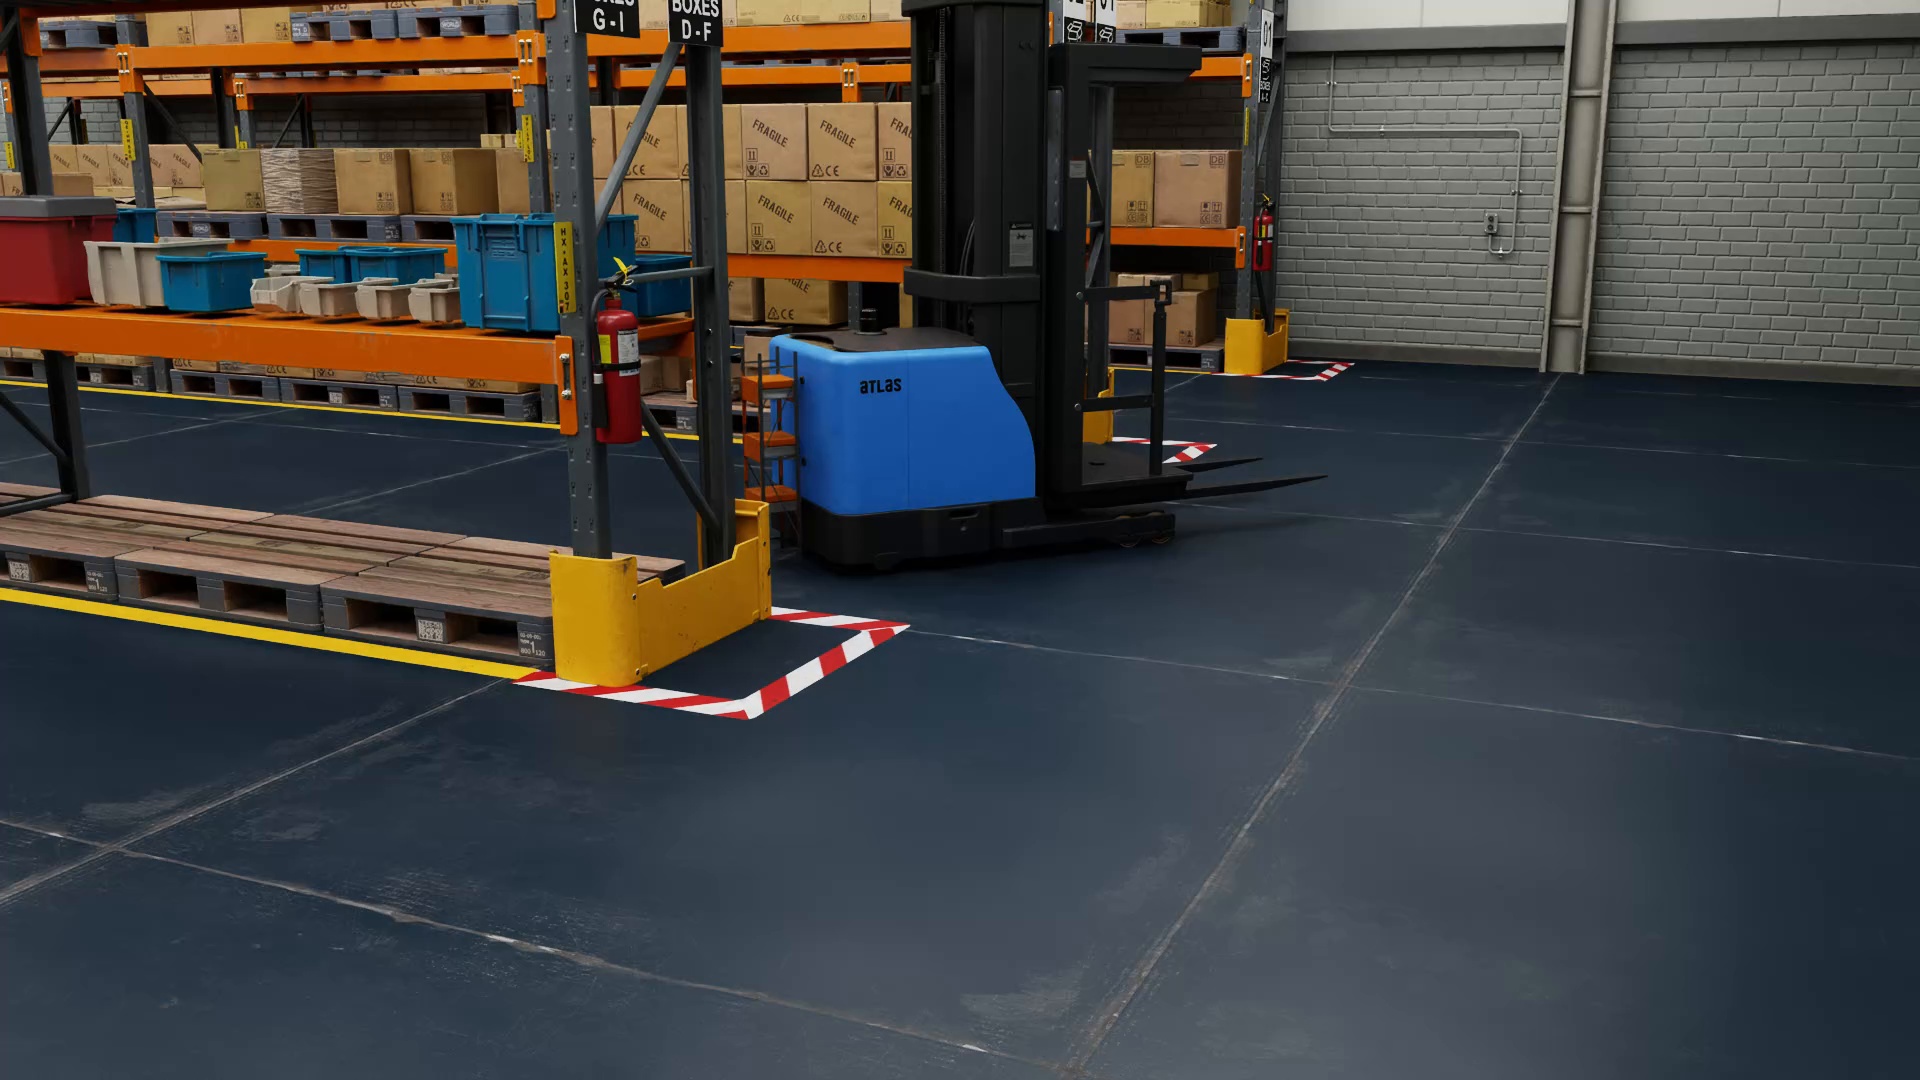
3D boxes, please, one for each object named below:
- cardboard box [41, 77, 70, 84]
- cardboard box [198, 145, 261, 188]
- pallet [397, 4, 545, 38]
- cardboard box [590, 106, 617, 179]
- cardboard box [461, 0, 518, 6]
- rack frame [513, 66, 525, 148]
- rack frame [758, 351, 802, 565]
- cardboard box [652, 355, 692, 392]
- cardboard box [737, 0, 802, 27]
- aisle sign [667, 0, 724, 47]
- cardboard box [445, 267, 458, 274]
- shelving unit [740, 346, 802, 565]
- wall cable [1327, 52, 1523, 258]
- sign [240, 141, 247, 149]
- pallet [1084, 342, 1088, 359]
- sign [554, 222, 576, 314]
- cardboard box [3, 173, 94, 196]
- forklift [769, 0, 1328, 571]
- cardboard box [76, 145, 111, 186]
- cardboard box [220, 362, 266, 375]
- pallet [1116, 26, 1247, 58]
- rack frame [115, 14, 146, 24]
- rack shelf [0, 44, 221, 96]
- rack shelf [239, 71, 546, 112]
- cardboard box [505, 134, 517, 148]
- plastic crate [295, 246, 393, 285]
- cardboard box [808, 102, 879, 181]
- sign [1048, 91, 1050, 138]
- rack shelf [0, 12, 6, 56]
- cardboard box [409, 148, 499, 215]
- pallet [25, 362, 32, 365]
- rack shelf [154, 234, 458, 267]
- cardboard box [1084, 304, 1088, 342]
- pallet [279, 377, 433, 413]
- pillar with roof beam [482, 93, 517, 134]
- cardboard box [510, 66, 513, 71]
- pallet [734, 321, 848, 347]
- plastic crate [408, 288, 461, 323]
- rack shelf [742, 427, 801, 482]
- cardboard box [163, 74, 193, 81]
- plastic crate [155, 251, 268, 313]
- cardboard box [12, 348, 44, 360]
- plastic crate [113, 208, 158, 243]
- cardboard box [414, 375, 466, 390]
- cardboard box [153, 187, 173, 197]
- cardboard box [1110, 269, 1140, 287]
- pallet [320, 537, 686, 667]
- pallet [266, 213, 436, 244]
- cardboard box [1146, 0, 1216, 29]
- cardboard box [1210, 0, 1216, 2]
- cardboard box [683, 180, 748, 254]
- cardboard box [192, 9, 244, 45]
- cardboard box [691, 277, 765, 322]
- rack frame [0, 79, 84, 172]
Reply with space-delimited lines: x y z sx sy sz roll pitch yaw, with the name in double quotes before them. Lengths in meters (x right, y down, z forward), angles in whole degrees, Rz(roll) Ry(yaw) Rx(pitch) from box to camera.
"cardboard box" -11.166 -5.957 20.749 0.500 0.500 0.500 7 15 27
"cardboard box" -8.748 -4.490 19.966 0.500 0.500 0.500 6 14 23
"pallet" -3.447 -3.877 12.559 1.003 0.211 1.213 6 14 23
"cardboard box" -2.562 -2.867 11.998 0.500 0.500 0.500 6 15 25
"cardboard box" -3.310 -4.258 12.411 0.600 0.600 0.600 4 14 18
"rack frame" -4.533 -3.839 18.548 0.127 3.000 1.000 6 14 23
"rack frame" -0.879 -0.393 8.132 0.200 1.050 0.008 -7 15 -26
"cardboard box" -2.243 -1.437 12.823 0.500 0.500 0.500 6 14 23
"cardboard box" -1.164 -3.585 11.229 0.500 0.250 0.500 6 14 23
"aisle sign" -1.045 -2.350 6.514 0.004 0.787 0.394 6 14 23
"cardboard box" -5.636 -2.964 19.328 0.500 0.500 0.700 6 14 23
"shelving unit" -0.934 -0.418 8.238 0.215 1.050 0.252 -7 15 -26
"wall cable" 4.335 -3.672 15.615 1.851 1.984 0.084 6 14 23
"sign" -8.403 -4.516 19.541 0.005 0.325 0.100 6 14 23
"pallet" 0.907 -1.912 16.440 1.213 0.211 1.003 6 14 23
"sign" -1.439 -0.992 6.061 0.005 0.325 0.100 6 14 23
"cardboard box" -8.077 -3.004 14.773 0.500 0.500 0.500 5 14 20
"forklift" 0.559 -1.489 8.685 3.031 2.935 1.130 -6 15 -25
"cardboard box" -10.615 -4.677 20.763 0.500 0.500 0.500 5 14 21
"cardboard box" -5.755 -1.652 13.737 0.500 0.500 0.500 5 14 21
"pallet" 2.099 -4.582 15.344 1.213 0.211 1.003 6 14 23
"rack frame" -6.536 -5.724 13.452 0.127 3.000 1.000 6 14 23
"rack shelf" -8.365 -4.099 14.666 4.000 0.370 1.077 6 14 23
"rack shelf" -6.362 -5.134 19.076 4.000 0.370 1.077 6 14 23
"cardboard box" -4.861 -4.443 18.522 0.250 0.149 0.380 4 14 16
"plastic crate" -2.802 -1.218 7.615 0.300 0.233 0.416 6 14 23
"cardboard box" -0.678 -2.676 11.187 0.500 0.500 0.500 6 15 25
"sign" 0.535 -2.667 10.328 0.005 0.325 0.100 6 14 23
"rack shelf" -6.717 -2.695 8.681 4.000 0.370 1.077 6 14 23
"cardboard box" -3.876 -2.828 13.101 0.500 0.500 0.700 8 16 32
"pallet" -9.504 -1.756 15.778 1.213 0.211 1.003 6 14 23
"rack shelf" -4.707 -2.268 13.431 4.000 0.370 1.077 6 14 23
"cardboard box" 1.183 -2.223 16.213 0.500 0.500 0.700 5 14 21
"pallet" -4.757 -1.256 13.646 1.213 0.211 1.003 6 14 23
"pillar with roof beam" -7.115 -6.161 15.314 0.400 9.000 9.100 6 14 23
"cardboard box" -5.098 -5.472 18.681 0.500 0.500 0.500 6 14 23
"pallet" -1.612 -2.167 17.527 1.213 0.211 1.003 6 14 23
"plastic crate" -2.050 -0.968 6.759 0.243 0.136 0.396 6 14 23
"rack shelf" -0.934 -0.408 8.240 0.215 0.259 0.240 -7 15 -26
"cardboard box" -9.209 -5.772 19.959 0.500 0.500 0.500 5 14 18
"plastic crate" -3.213 -1.113 7.169 0.300 0.233 0.416 6 14 23
"cardboard box" -8.047 -1.761 14.795 0.500 0.250 0.500 6 15 25
"plastic crate" -4.324 -1.449 8.267 0.575 0.384 0.392 6 14 23
"cardboard box" -3.895 -1.464 12.937 0.500 0.500 0.500 6 14 23
"cardboard box" -9.664 -4.217 20.446 0.500 0.250 0.500 6 14 23
"cardboard box" 1.604 -2.546 16.171 0.250 0.149 0.380 6 14 24
"pallet" -1.970 0.244 7.253 1.213 0.211 1.003 6 14 23
"pallet" -4.756 -2.531 13.397 1.213 0.211 1.003 6 14 23
"cardboard box" 2.004 -4.751 15.061 0.500 0.250 0.500 6 15 25
"cardboard box" 2.002 -5.115 14.969 0.500 0.500 0.500 6 14 23
"cardboard box" -1.597 -2.285 11.707 0.500 0.500 0.500 6 14 23
"cardboard box" -5.657 -4.232 13.440 0.500 0.500 0.910 6 14 23
"cardboard box" -2.337 -2.741 17.657 0.750 0.750 0.750 6 15 25
"rack frame" -11.847 -4.579 21.703 0.127 3.000 1.000 6 14 23
